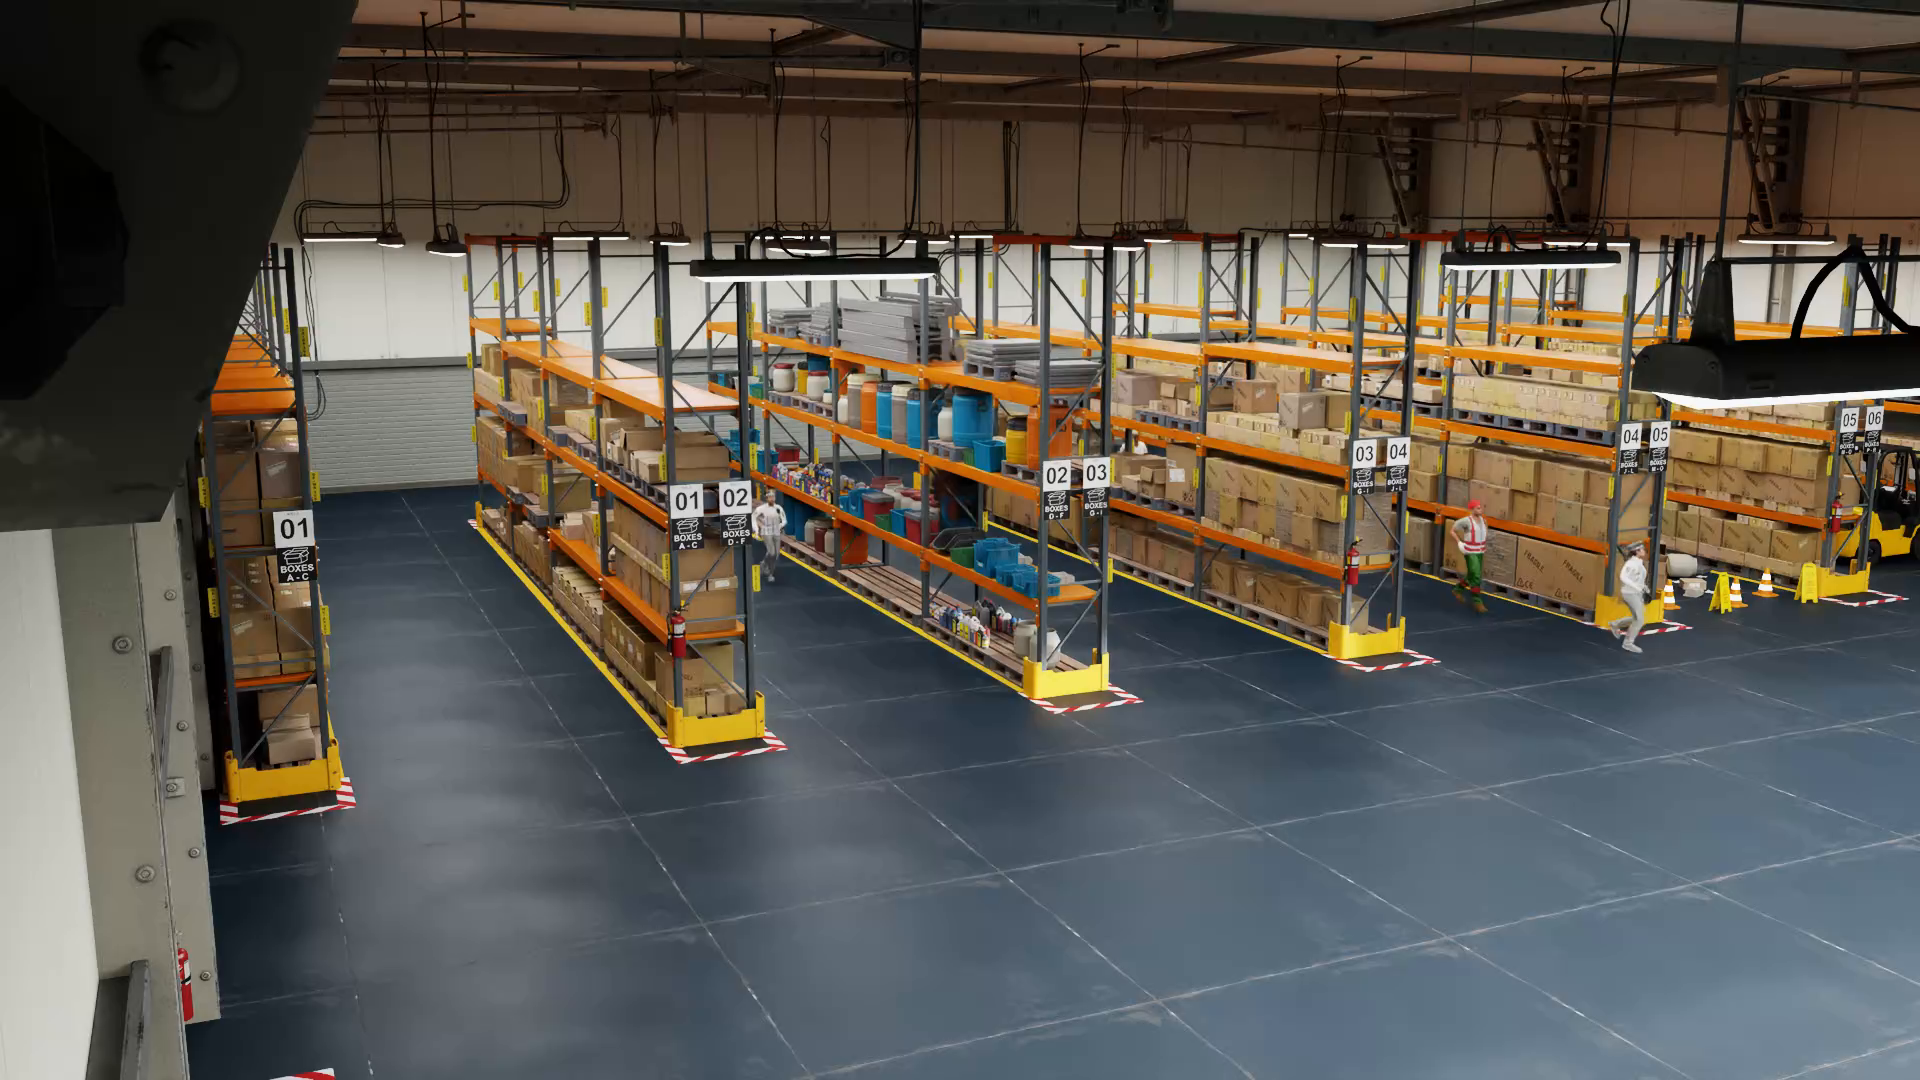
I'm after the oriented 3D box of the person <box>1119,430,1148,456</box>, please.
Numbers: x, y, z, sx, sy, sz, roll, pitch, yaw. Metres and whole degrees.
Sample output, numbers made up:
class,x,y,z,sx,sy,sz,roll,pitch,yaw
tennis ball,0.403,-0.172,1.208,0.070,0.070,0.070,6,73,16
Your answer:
class,x,y,z,sx,sy,sz,roll,pitch,yaw
person,3.840,-1.578,36.761,0.693,1.735,0.582,-3,11,-15

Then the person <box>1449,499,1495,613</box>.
class,x,y,z,sx,sy,sz,roll,pitch,yaw
person,8.382,0.228,27.181,0.645,1.808,0.848,-7,13,-32

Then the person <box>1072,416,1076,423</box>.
class,x,y,z,sx,sy,sz,roll,pitch,yaw
person,2.541,-2.350,41.056,0.536,1.597,0.741,-8,14,-36

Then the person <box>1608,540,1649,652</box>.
class,x,y,z,sx,sy,sz,roll,pitch,yaw
person,10.004,0.801,24.833,0.569,1.627,0.631,8,14,36

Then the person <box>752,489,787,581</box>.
class,x,y,z,sx,sy,sz,roll,pitch,yaw
person,-3.298,-0.074,29.064,0.593,1.660,0.624,-6,12,-26
